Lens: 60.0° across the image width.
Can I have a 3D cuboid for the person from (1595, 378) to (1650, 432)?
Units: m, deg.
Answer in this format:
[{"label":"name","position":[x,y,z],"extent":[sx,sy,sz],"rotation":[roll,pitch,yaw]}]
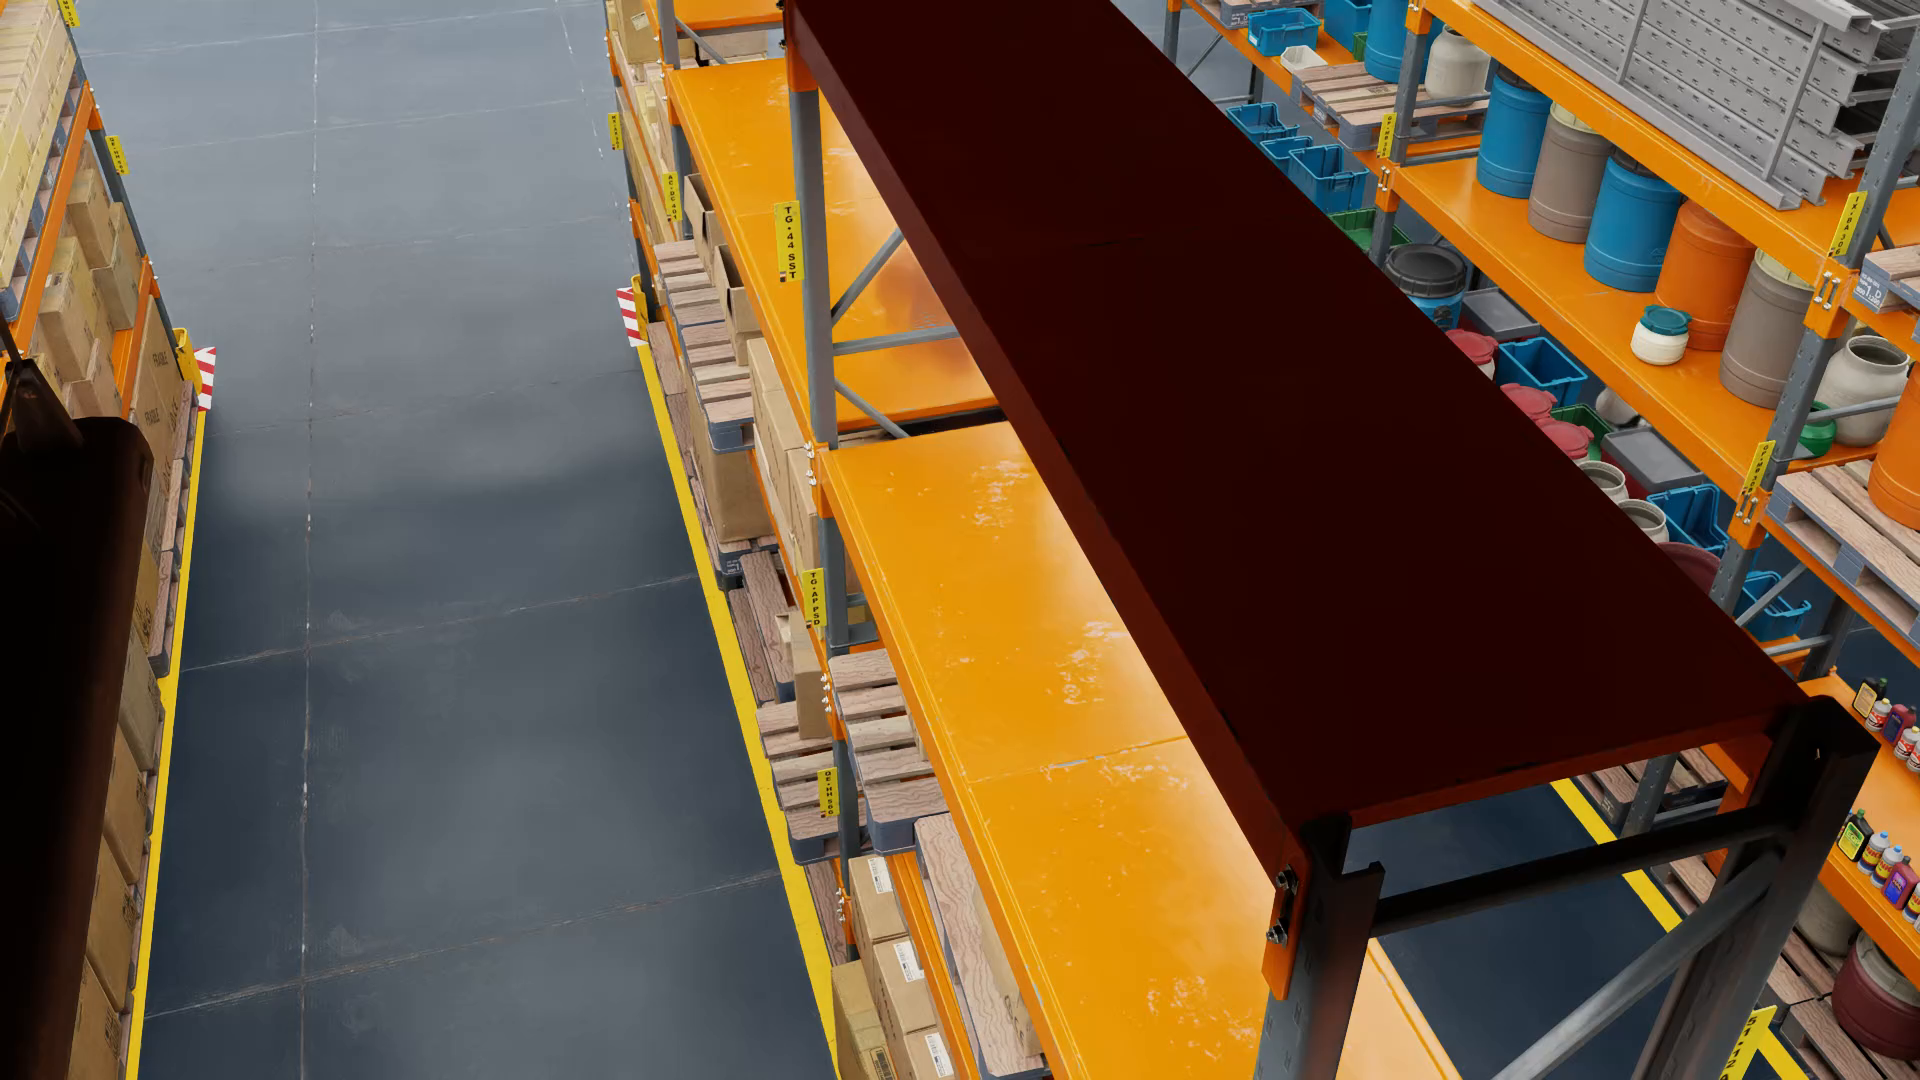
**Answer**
[{"label":"person","position":[5.260,-1.085,12.852],"extent":[0.731,1.745,0.854],"rotation":[-12,40,-15]}]
